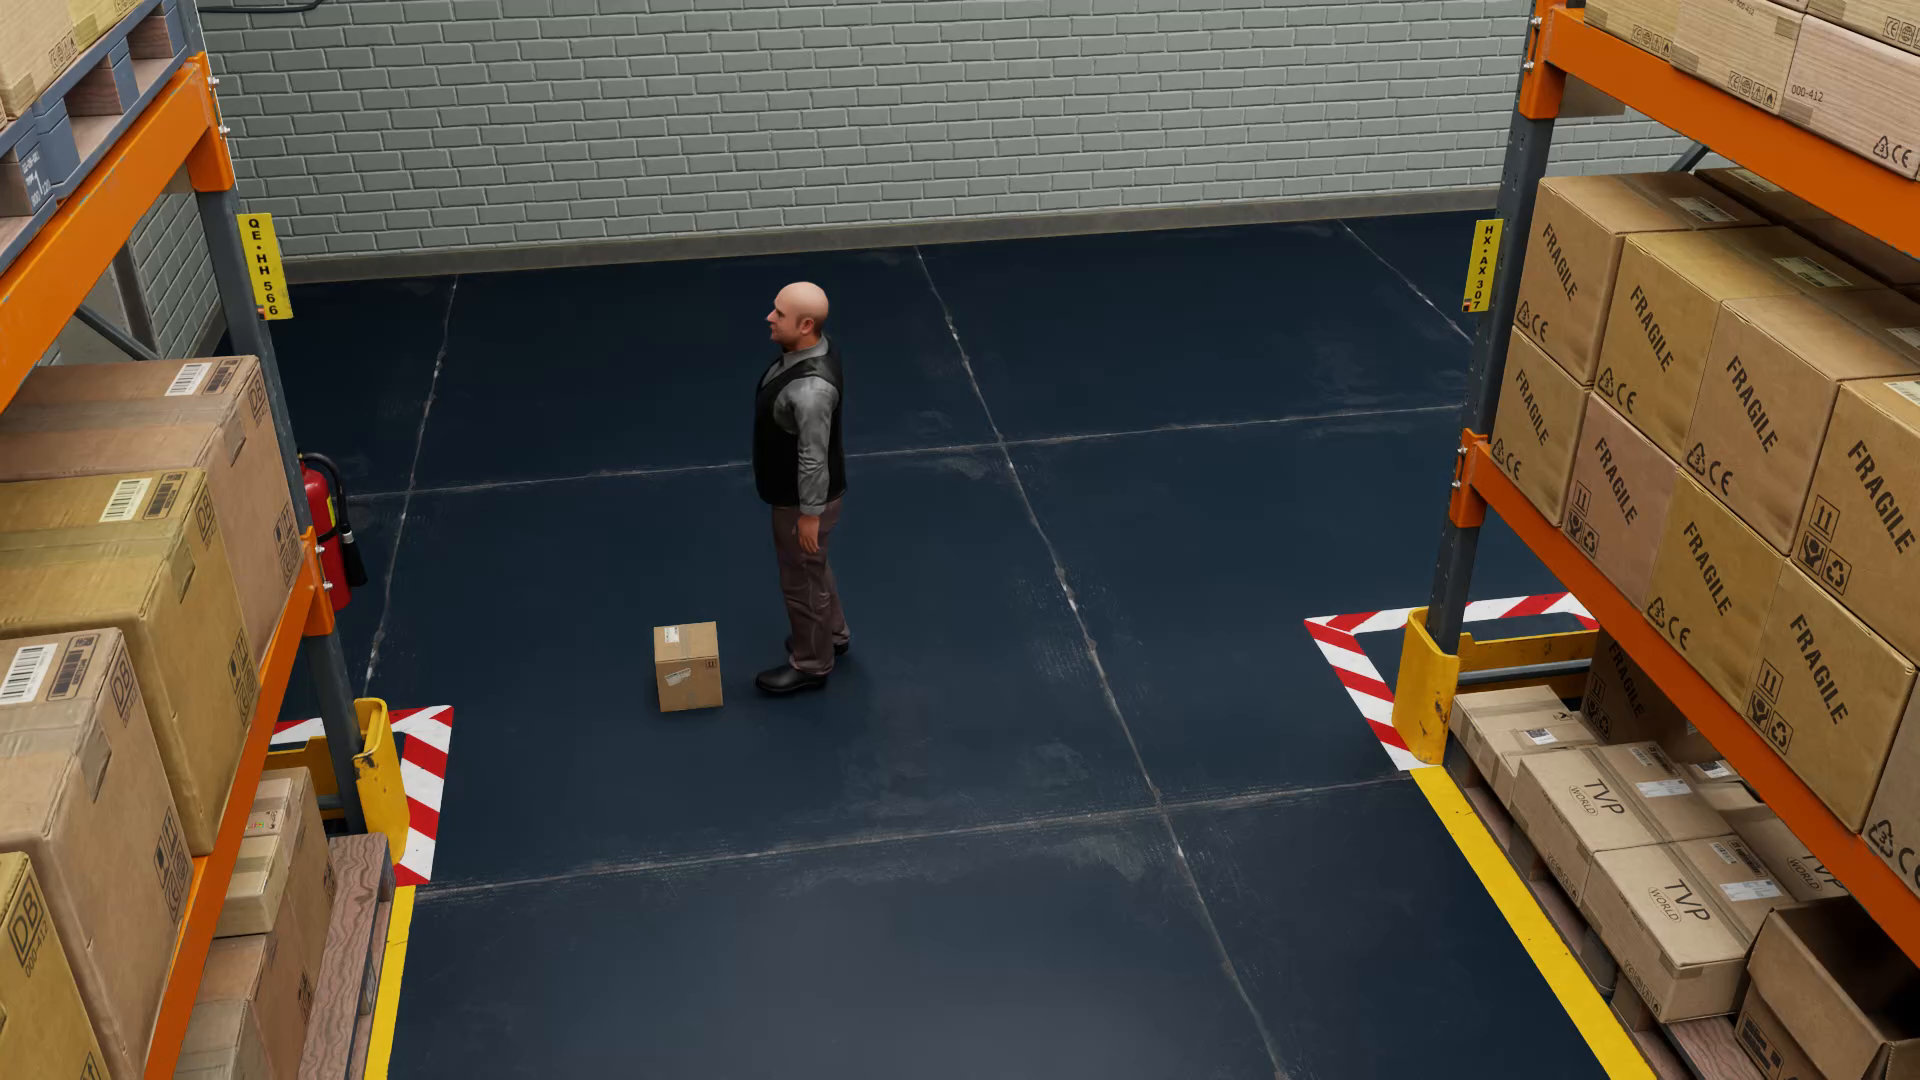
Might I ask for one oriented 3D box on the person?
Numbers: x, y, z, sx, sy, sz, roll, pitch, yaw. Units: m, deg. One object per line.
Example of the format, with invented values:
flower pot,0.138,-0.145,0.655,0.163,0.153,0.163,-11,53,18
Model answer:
person,-0.638,-0.178,6.430,0.405,1.747,0.565,-2,31,-4
